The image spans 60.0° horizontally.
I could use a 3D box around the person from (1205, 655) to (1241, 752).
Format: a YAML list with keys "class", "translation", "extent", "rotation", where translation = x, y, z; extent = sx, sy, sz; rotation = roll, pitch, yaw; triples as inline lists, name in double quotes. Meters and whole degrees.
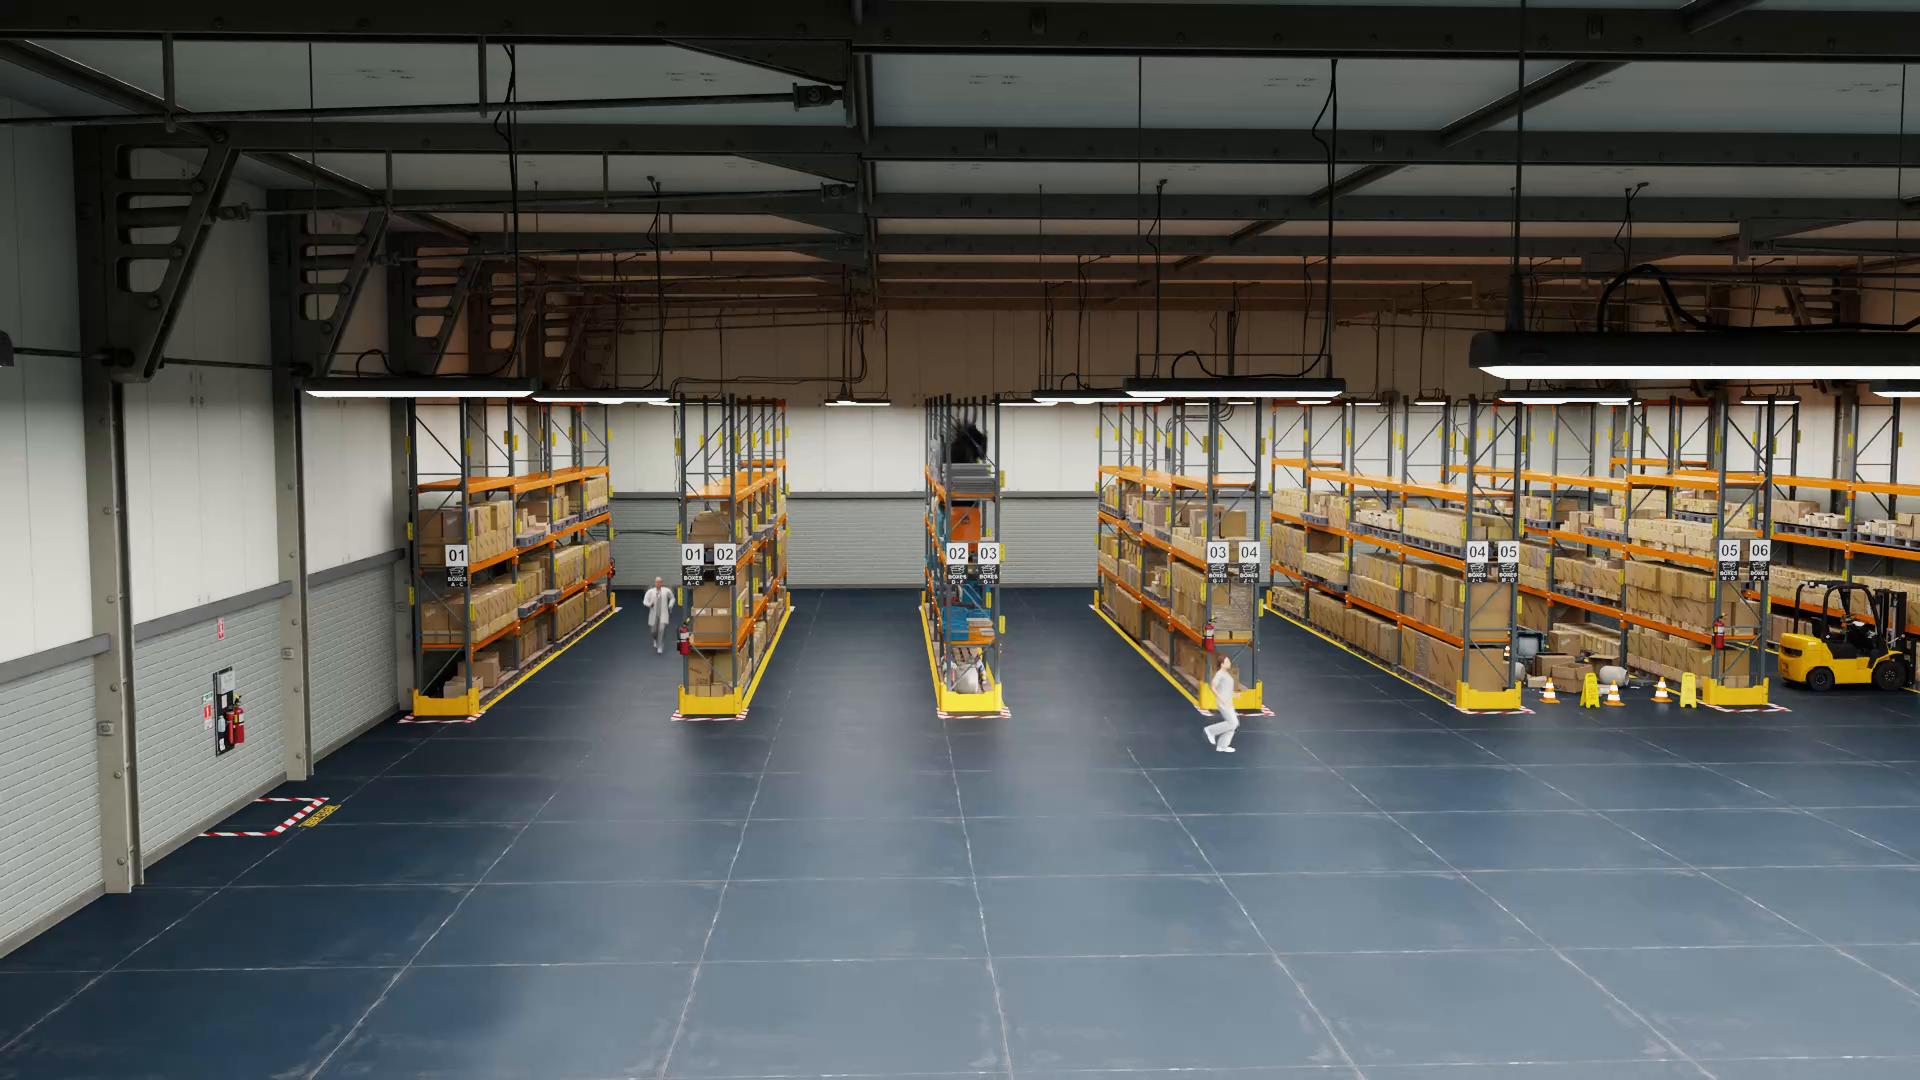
- class: "person"
  translation: [4.392, 2.724, 27.722]
  extent: [0.569, 1.620, 0.564]
  rotation: [2, 5, 25]

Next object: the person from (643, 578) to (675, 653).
- class: "person"
  translation: [-7.075, 1.798, 39.106]
  extent: [0.721, 1.668, 0.958]
  rotation: [-1, 5, -6]
